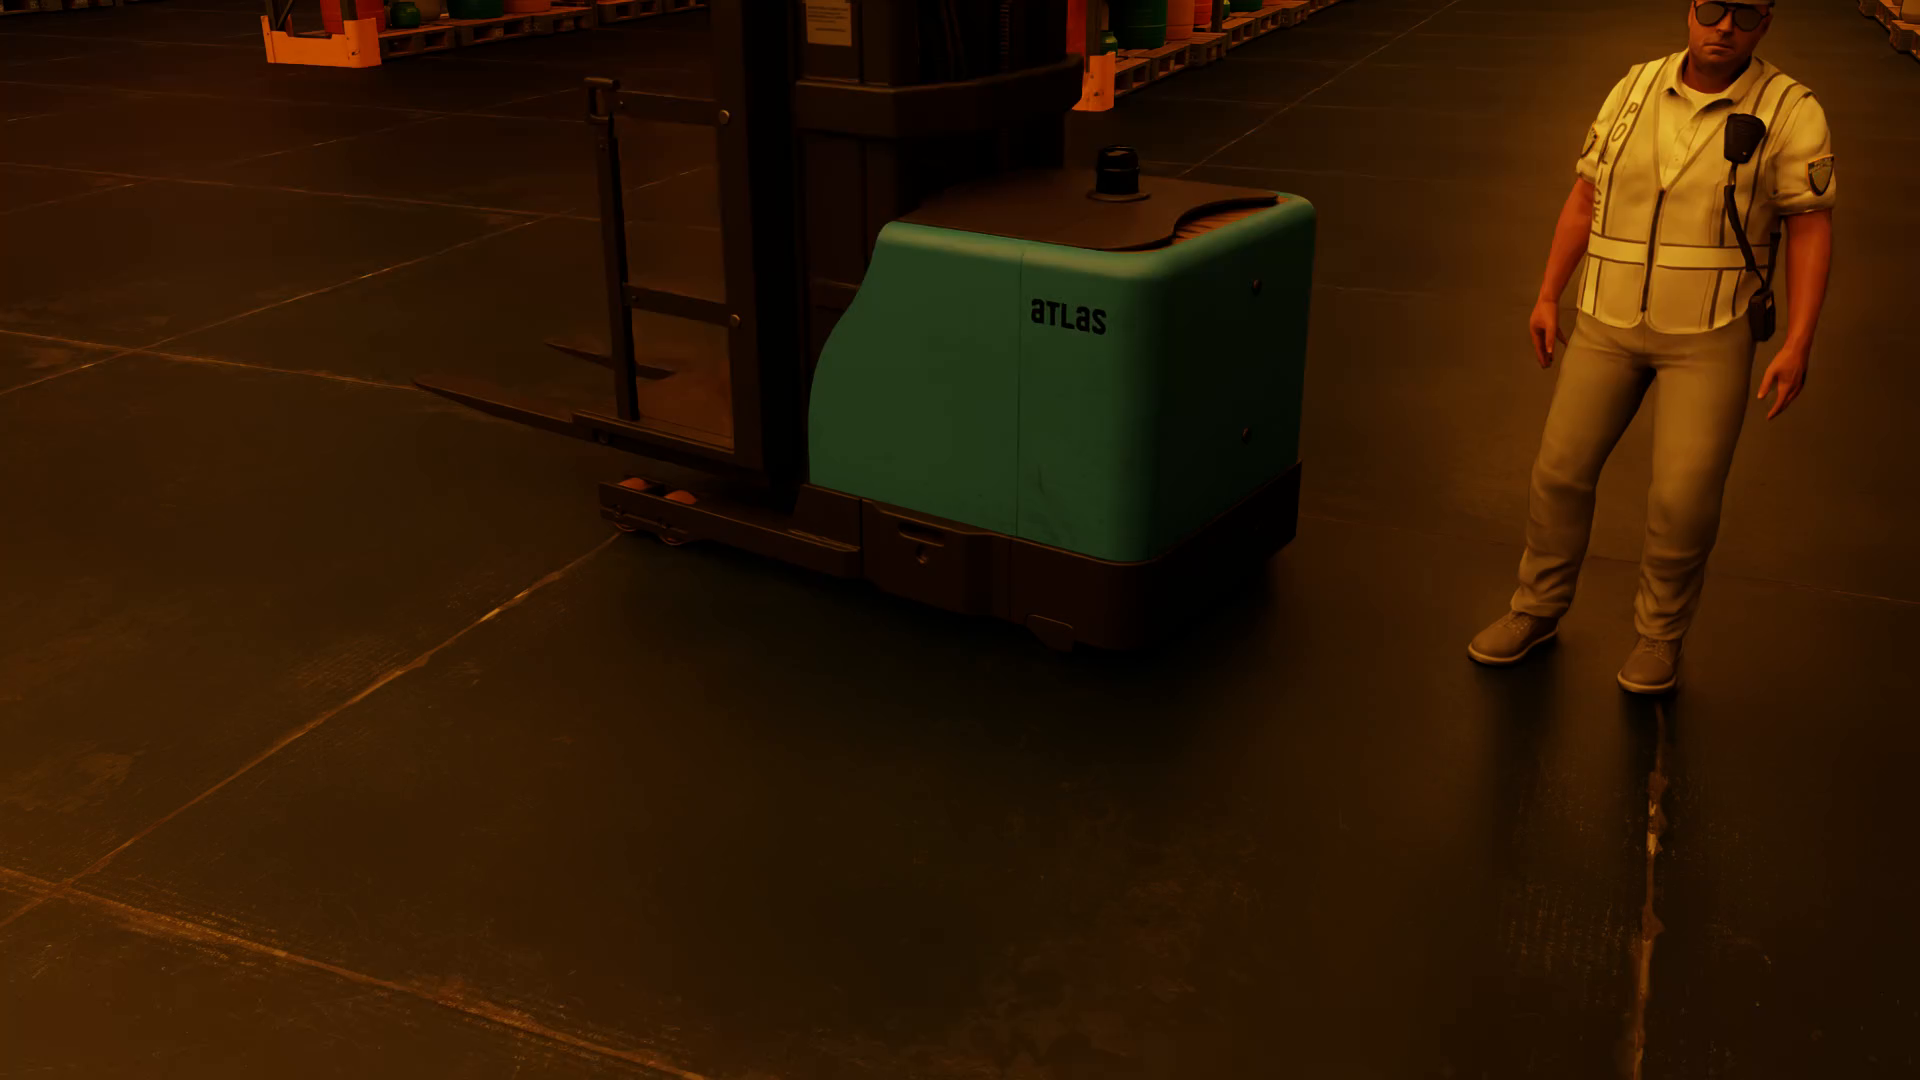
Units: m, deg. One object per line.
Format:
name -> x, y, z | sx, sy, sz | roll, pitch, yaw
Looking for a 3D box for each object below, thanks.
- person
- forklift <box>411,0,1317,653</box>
person -> 1.684, -0.504, 4.000 | 0.664, 1.771, 0.496 | 17, 28, 35
forklift -> -0.504, -1.485, 4.845 | 3.031, 2.935, 1.130 | 15, 27, 32
